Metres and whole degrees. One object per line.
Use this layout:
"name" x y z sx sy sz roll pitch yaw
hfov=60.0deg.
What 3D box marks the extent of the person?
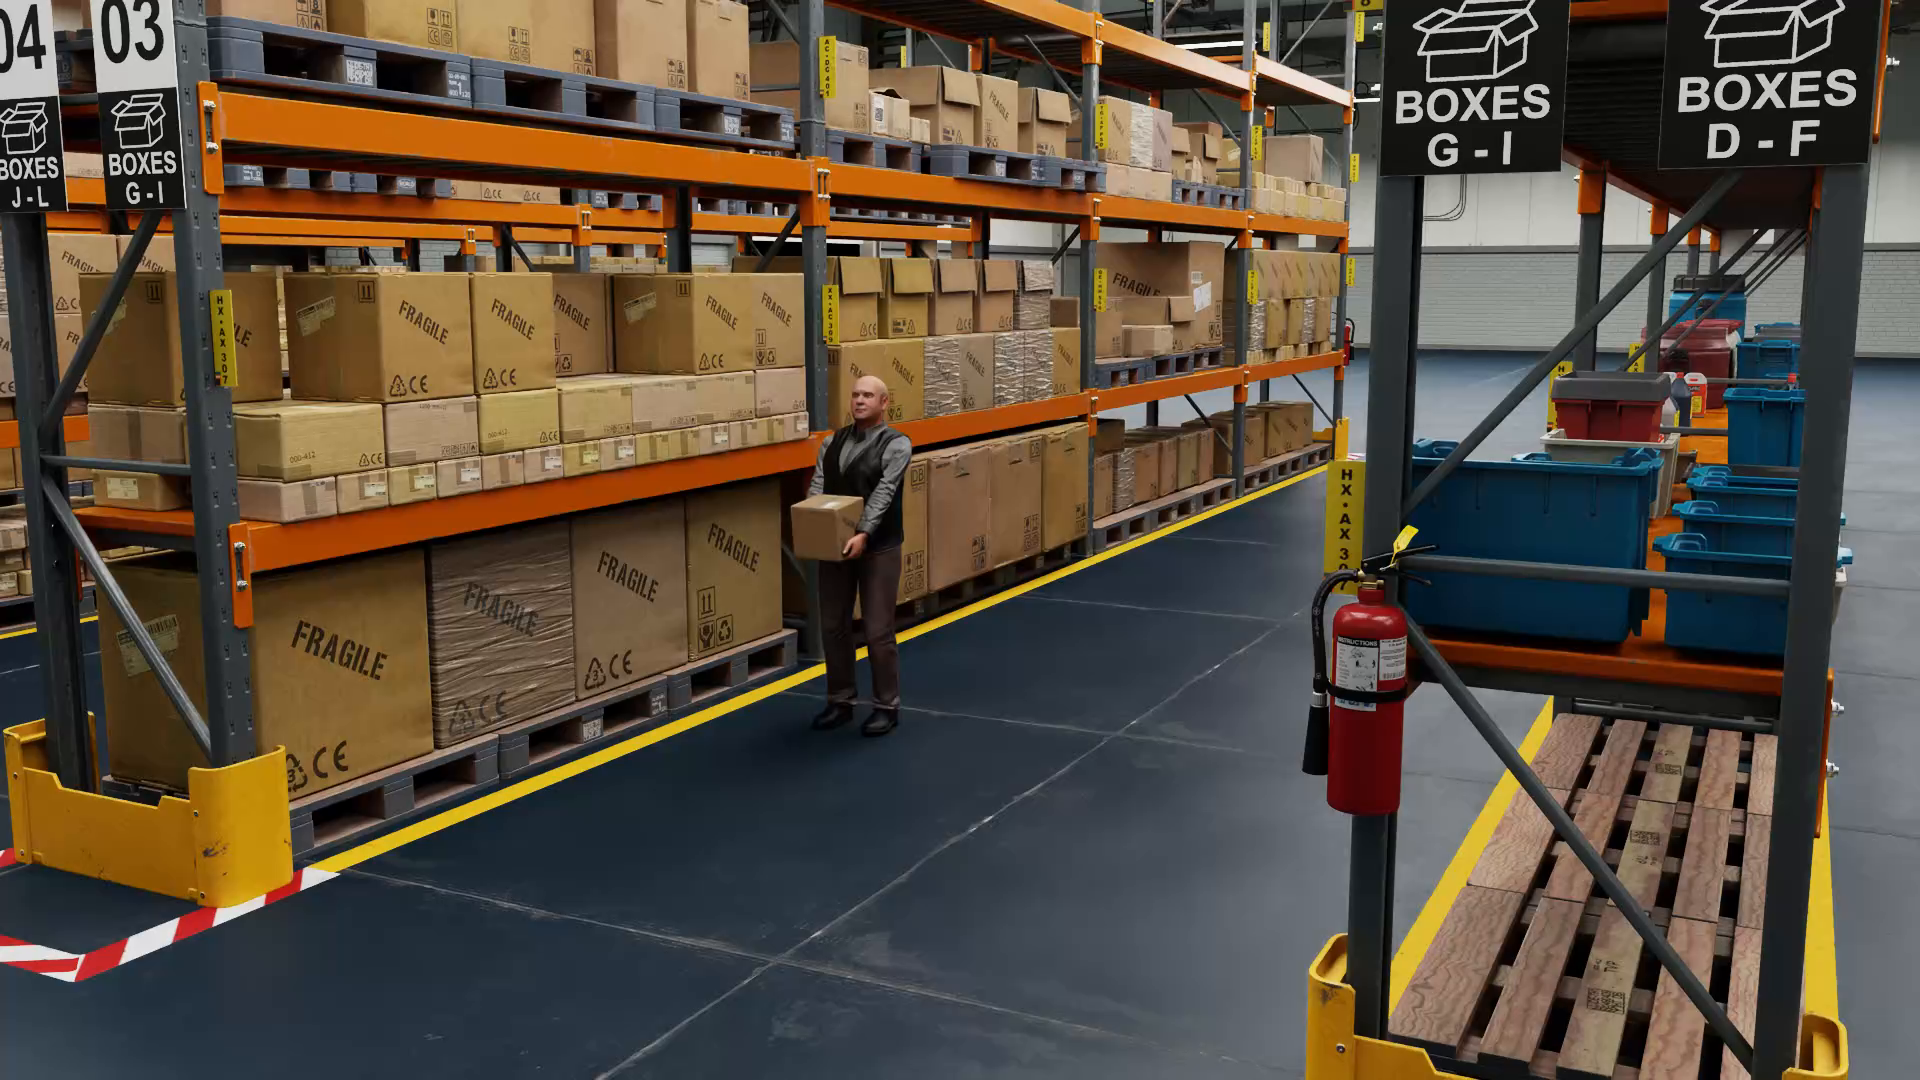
"person" -0.514 0.079 7.974 0.494 1.711 0.539 5 10 27
